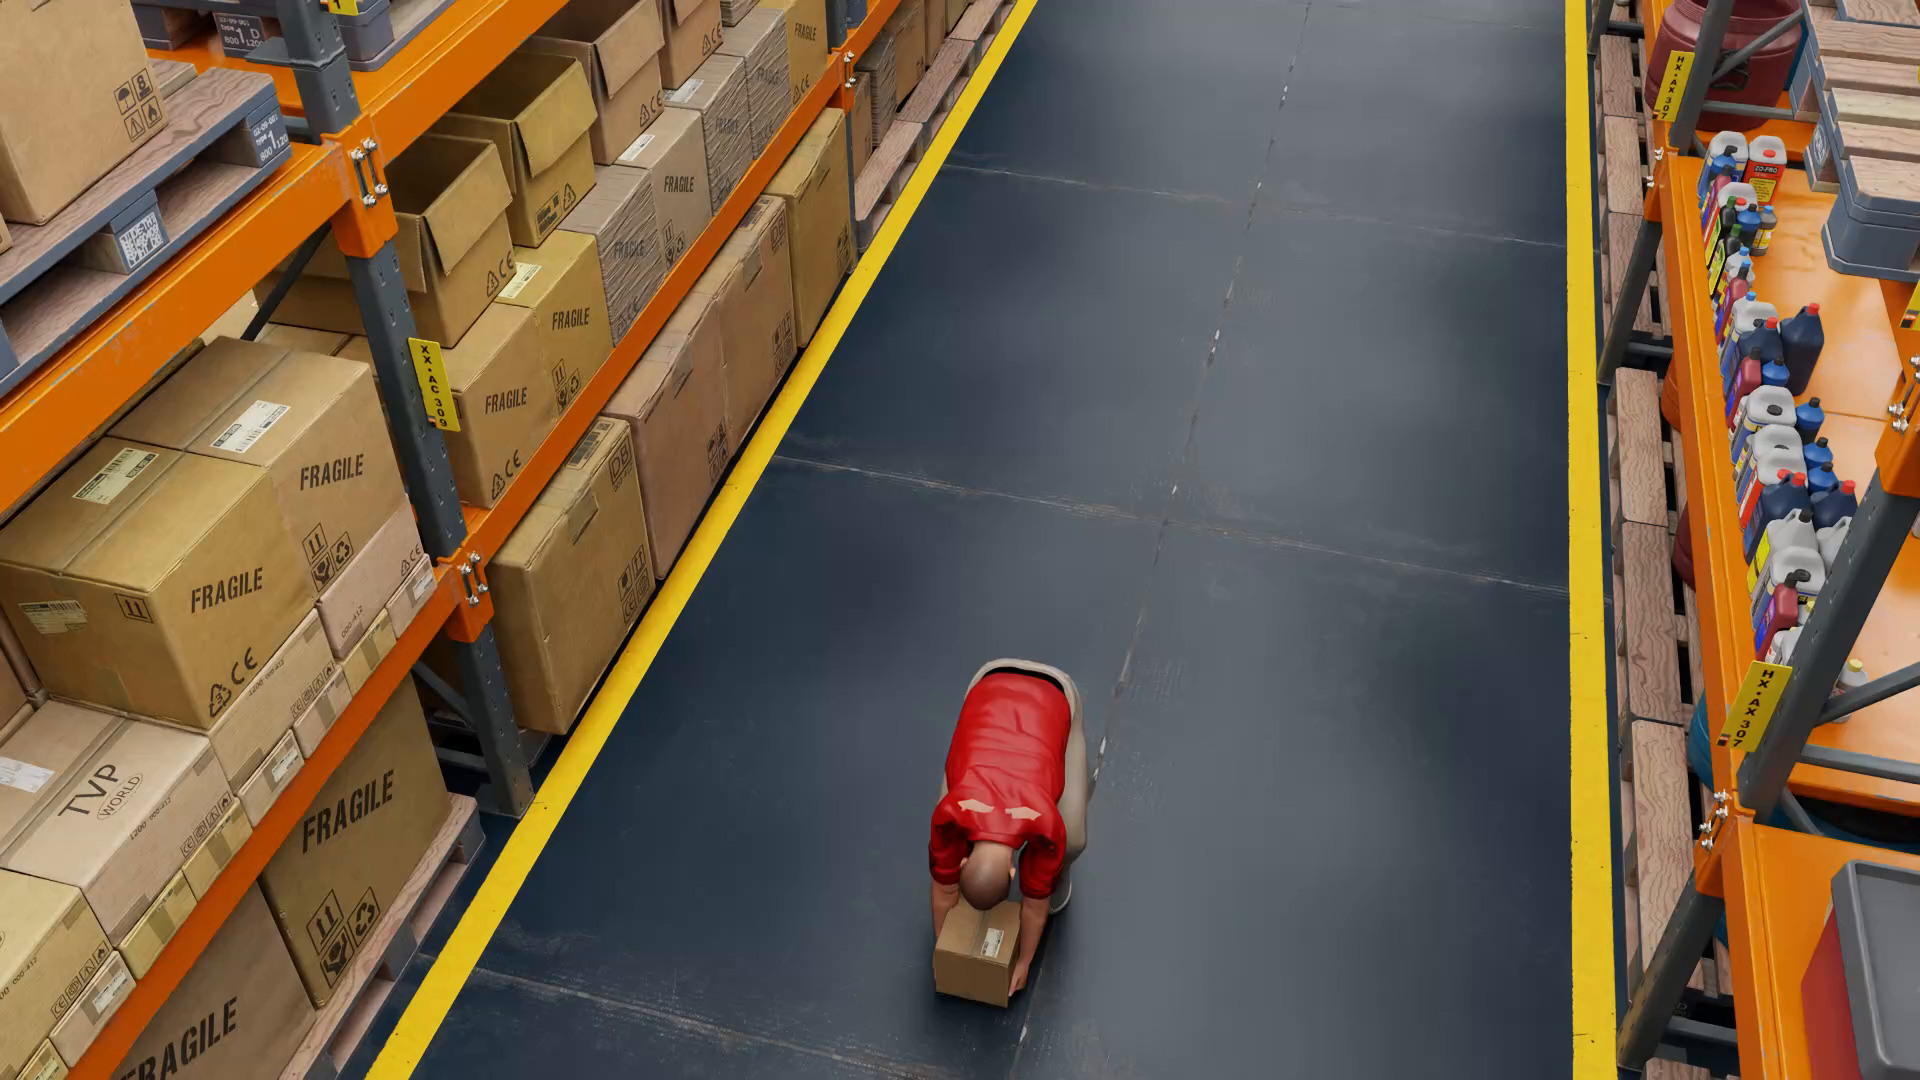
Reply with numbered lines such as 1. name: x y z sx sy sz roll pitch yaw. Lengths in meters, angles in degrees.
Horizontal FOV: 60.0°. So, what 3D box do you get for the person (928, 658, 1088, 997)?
1. person: 0.161 0.981 5.651 0.540 0.922 0.956 8 41 9
